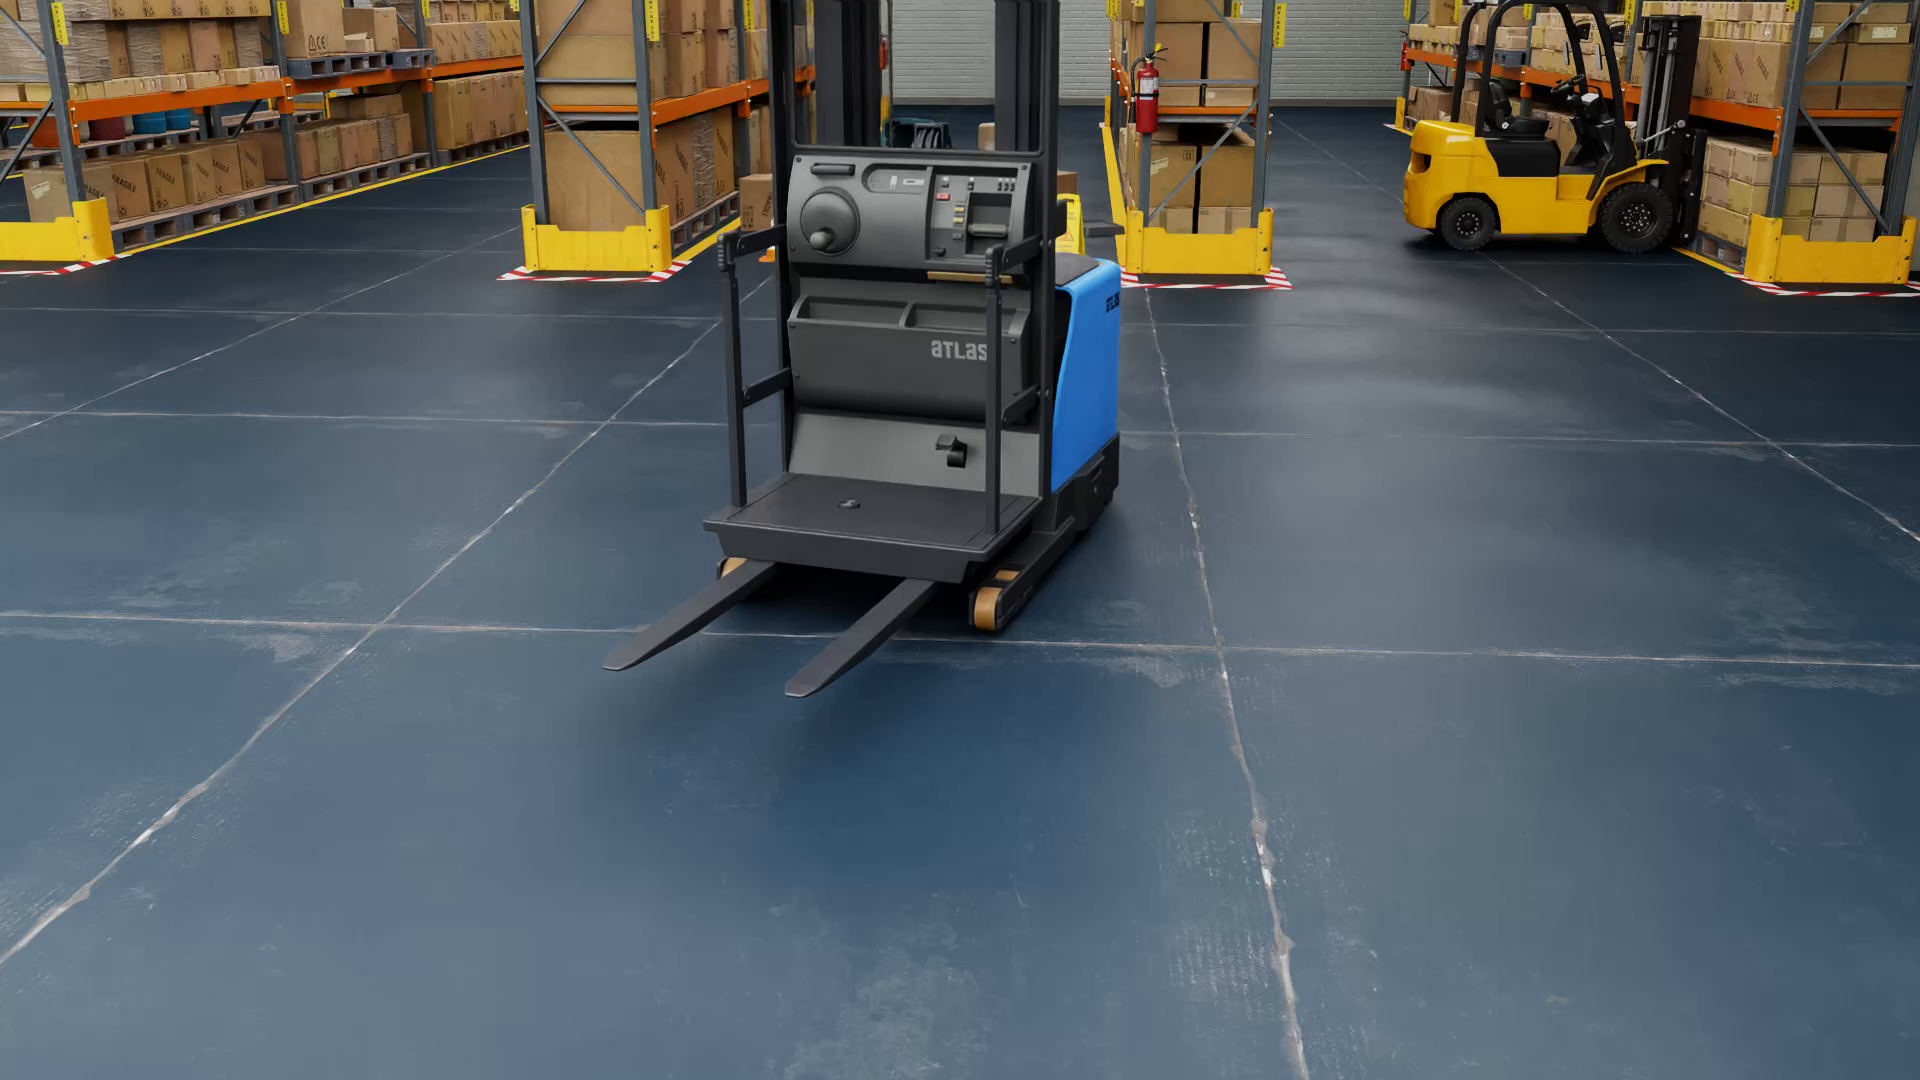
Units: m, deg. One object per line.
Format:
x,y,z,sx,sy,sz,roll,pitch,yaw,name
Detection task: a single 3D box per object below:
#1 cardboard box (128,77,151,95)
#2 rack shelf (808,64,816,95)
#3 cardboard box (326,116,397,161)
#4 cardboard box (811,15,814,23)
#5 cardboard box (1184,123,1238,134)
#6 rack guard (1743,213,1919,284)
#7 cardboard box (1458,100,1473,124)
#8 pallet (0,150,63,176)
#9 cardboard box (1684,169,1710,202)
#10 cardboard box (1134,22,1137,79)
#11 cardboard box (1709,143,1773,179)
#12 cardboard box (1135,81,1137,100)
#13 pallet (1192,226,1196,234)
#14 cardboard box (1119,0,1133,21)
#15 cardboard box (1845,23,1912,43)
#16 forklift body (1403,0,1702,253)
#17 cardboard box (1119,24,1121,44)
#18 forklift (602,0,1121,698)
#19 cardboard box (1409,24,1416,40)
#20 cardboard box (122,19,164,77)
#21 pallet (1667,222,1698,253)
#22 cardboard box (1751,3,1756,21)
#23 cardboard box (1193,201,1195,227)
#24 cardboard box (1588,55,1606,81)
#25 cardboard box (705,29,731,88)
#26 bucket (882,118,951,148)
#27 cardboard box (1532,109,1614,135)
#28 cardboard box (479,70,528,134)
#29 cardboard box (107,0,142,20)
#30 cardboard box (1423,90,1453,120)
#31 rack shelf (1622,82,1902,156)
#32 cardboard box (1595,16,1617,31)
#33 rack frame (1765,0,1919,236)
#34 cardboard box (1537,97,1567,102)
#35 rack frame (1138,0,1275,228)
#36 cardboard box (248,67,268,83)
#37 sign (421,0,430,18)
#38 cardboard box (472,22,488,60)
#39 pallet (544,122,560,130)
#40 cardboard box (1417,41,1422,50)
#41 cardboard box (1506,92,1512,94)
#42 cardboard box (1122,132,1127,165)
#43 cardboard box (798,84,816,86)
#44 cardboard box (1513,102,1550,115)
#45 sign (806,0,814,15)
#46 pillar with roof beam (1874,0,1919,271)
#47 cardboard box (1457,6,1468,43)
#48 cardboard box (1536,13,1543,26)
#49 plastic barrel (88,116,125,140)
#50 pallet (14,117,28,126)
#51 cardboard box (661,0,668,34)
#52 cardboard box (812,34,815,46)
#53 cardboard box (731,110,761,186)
-7.589,-4.115,15.069,0.380,0.149,0.250,1,18,4,cardboard box
-2.282,-6.463,22.986,1.077,0.370,4.000,1,18,4,rack shelf
-7.421,-4.966,20.570,0.700,0.500,0.500,0,18,-1,cardboard box
-2.141,-6.928,22.022,0.380,0.149,0.250,1,18,2,cardboard box
2.423,-3.764,16.130,0.500,0.500,0.500,2,18,5,cardboard box
6.895,-2.315,13.186,1.175,0.500,0.348,1,18,4,rack guard
7.498,-6.104,24.074,0.500,0.500,0.500,2,18,6,cardboard box
-12.400,-4.872,21.452,1.003,0.211,1.213,1,18,4,pallet
6.683,-3.116,14.552,0.500,0.250,0.500,1,18,3,cardboard box
1.790,-4.295,14.574,0.500,0.500,0.500,1,18,4,cardboard box
6.649,-3.187,13.969,0.500,0.250,0.500,2,18,5,cardboard box
1.695,-3.863,14.298,0.380,0.149,0.250,2,18,5,cardboard box
2.045,-2.570,14.428,1.003,0.211,1.213,1,18,4,pallet
1.742,-4.765,14.405,0.700,0.500,0.500,1,18,3,cardboard box
7.180,-3.966,13.007,0.380,0.149,0.250,1,18,3,cardboard box
5.213,-3.737,14.873,2.313,2.155,1.214,1,18,4,forklift body
2.333,-6.587,21.645,0.500,0.250,0.500,1,18,2,cardboard box
-0.263,-1.205,5.895,1.130,2.935,3.031,6,19,19,forklift
7.743,-8.415,27.550,0.500,0.250,0.500,1,18,4,cardboard box
-7.877,-4.513,15.240,0.875,0.500,0.500,1,18,4,cardboard box
7.000,-2.802,15.135,1.003,0.211,1.213,1,18,4,pallet
6.783,-4.358,13.727,0.380,0.149,0.250,1,18,4,cardboard box
2.323,-2.916,14.746,0.500,0.250,0.500,2,18,6,cardboard box
6.989,-5.000,17.607,0.500,0.250,0.500,1,18,4,cardboard box
-2.744,-4.727,16.290,0.875,0.550,0.550,1,18,4,cardboard box
-0.422,-4.015,17.174,0.726,0.611,0.620,8,10,23,bucket
7.412,-4.873,20.116,0.875,0.625,0.625,2,18,6,cardboard box
-7.105,-6.559,24.861,1.225,0.875,0.875,1,18,4,cardboard box
-7.585,-4.825,14.588,0.500,0.500,0.500,1,18,4,cardboard box
7.668,-6.877,26.434,0.500,0.500,0.500,2,18,5,cardboard box
7.040,-3.790,14.827,1.077,0.370,4.000,1,18,4,rack shelf
6.944,-5.460,17.566,0.380,0.149,0.250,1,18,2,cardboard box
6.897,-3.511,12.819,1.000,3.000,0.127,1,18,4,rack frame
7.885,-5.796,22.091,0.380,0.149,0.250,1,18,3,cardboard box
1.946,-3.620,13.154,1.000,3.000,0.127,1,18,4,rack frame
-7.402,-4.814,17.200,0.380,0.149,0.250,1,18,4,cardboard box
-6.823,-6.829,21.216,0.100,0.325,0.005,1,18,4,sign
-6.953,-6.993,23.287,0.500,0.500,0.500,1,18,4,cardboard box
-6.946,-6.478,26.353,1.003,0.211,1.213,1,18,4,pallet
7.774,-8.184,27.487,0.380,0.149,0.250,2,18,5,cardboard box
7.510,-6.199,23.322,0.380,0.149,0.250,1,18,3,cardboard box
2.424,-4.651,19.846,0.950,0.372,0.625,1,18,3,cardboard box
-2.014,-6.234,23.265,0.500,0.250,0.500,0,18,1,cardboard box
7.253,-5.474,21.110,0.380,0.149,0.250,0,18,1,cardboard box
-1.872,-6.723,20.763,0.100,0.325,0.005,1,18,4,sign
3.552,-6.654,12.777,9.100,9.000,0.400,1,18,4,pillar with roof beam
7.499,-7.339,23.669,0.700,0.500,0.500,2,18,5,cardboard box
7.154,-6.259,20.004,0.380,0.149,0.250,2,18,6,cardboard box
-12.207,-5.993,23.595,0.600,0.588,0.708,1,18,4,plastic barrel
-16.734,-7.437,29.280,1.003,0.211,1.213,1,18,4,pallet
-2.986,-4.571,14.081,0.875,0.550,0.550,1,18,4,cardboard box
-2.136,-6.650,22.128,0.380,0.149,0.250,2,18,6,cardboard box
-2.757,-4.267,18.066,1.050,0.750,0.750,1,18,4,cardboard box
